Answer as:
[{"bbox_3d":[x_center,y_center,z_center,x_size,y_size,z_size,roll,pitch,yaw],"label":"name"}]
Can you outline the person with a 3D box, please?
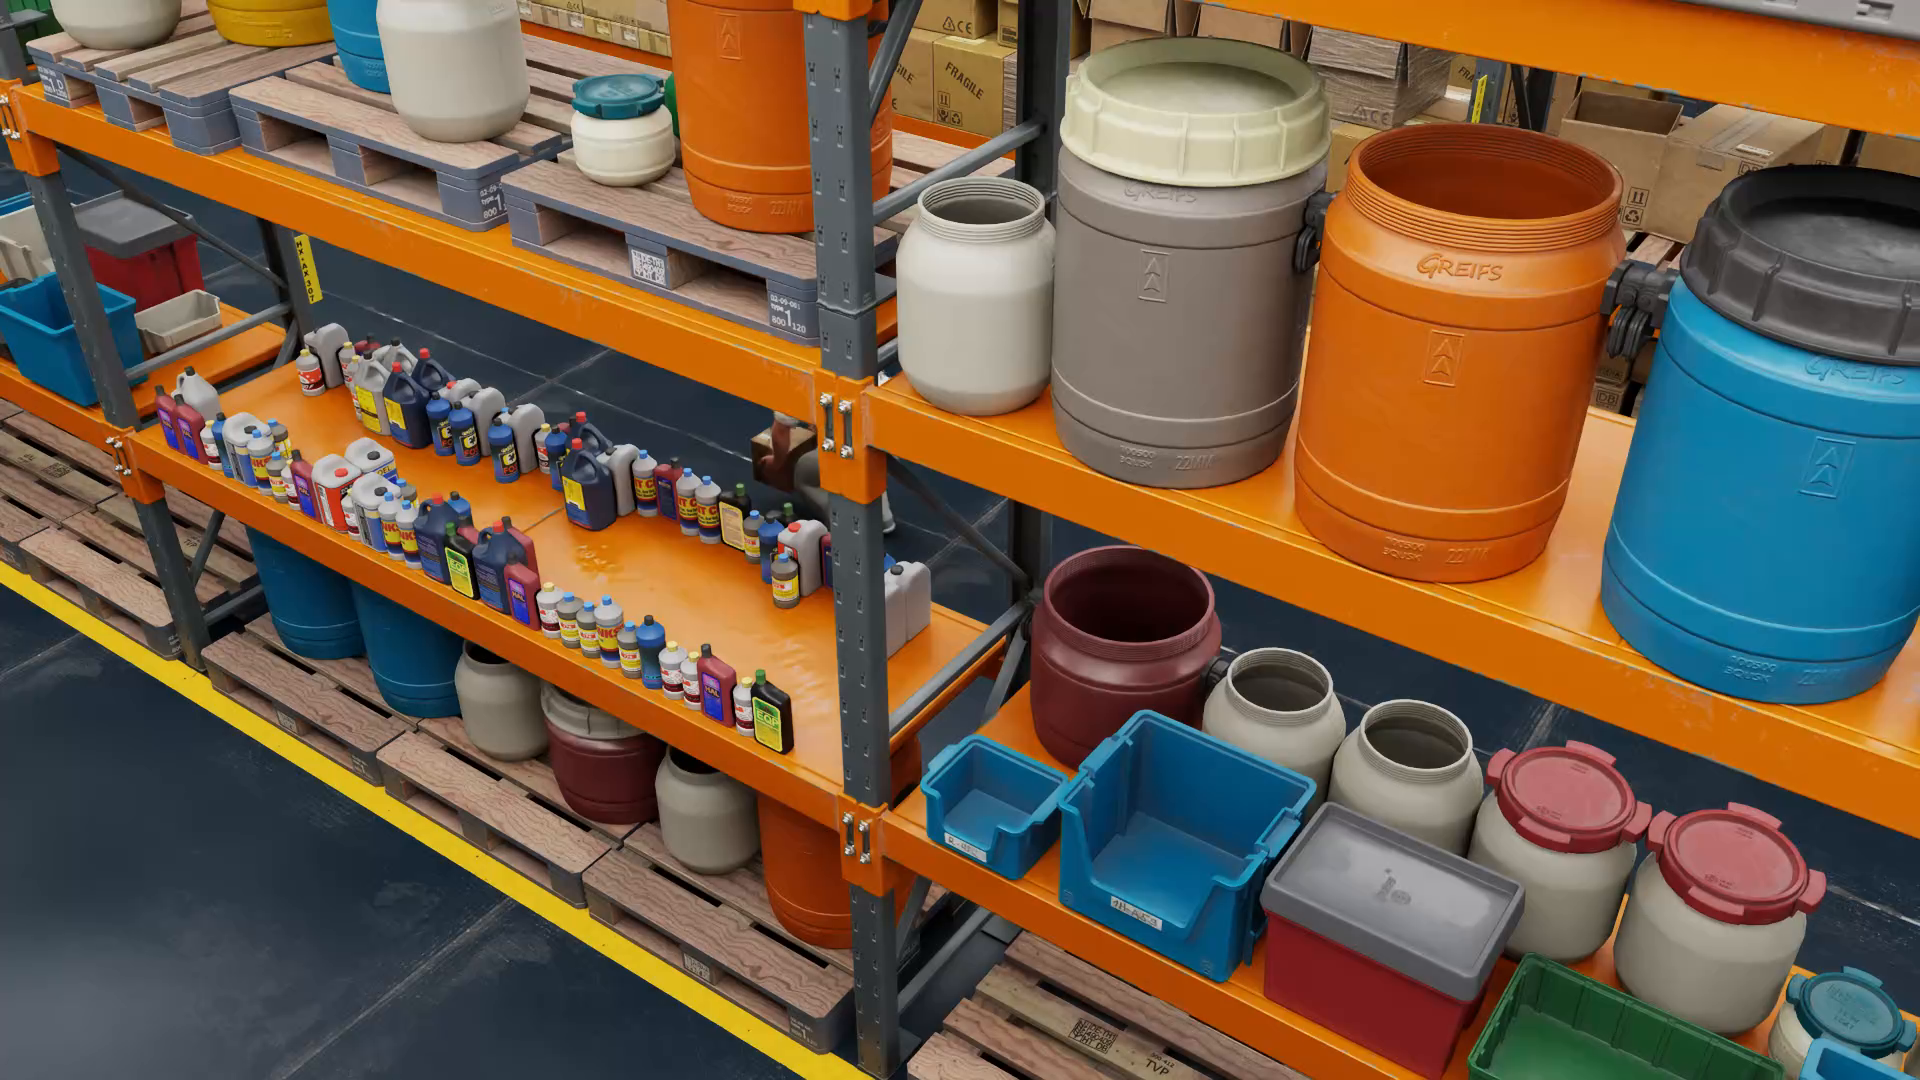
[{"bbox_3d":[-0.633,-0.536,8.379,0.882,1.241,0.581,21,40,28],"label":"person"}]
